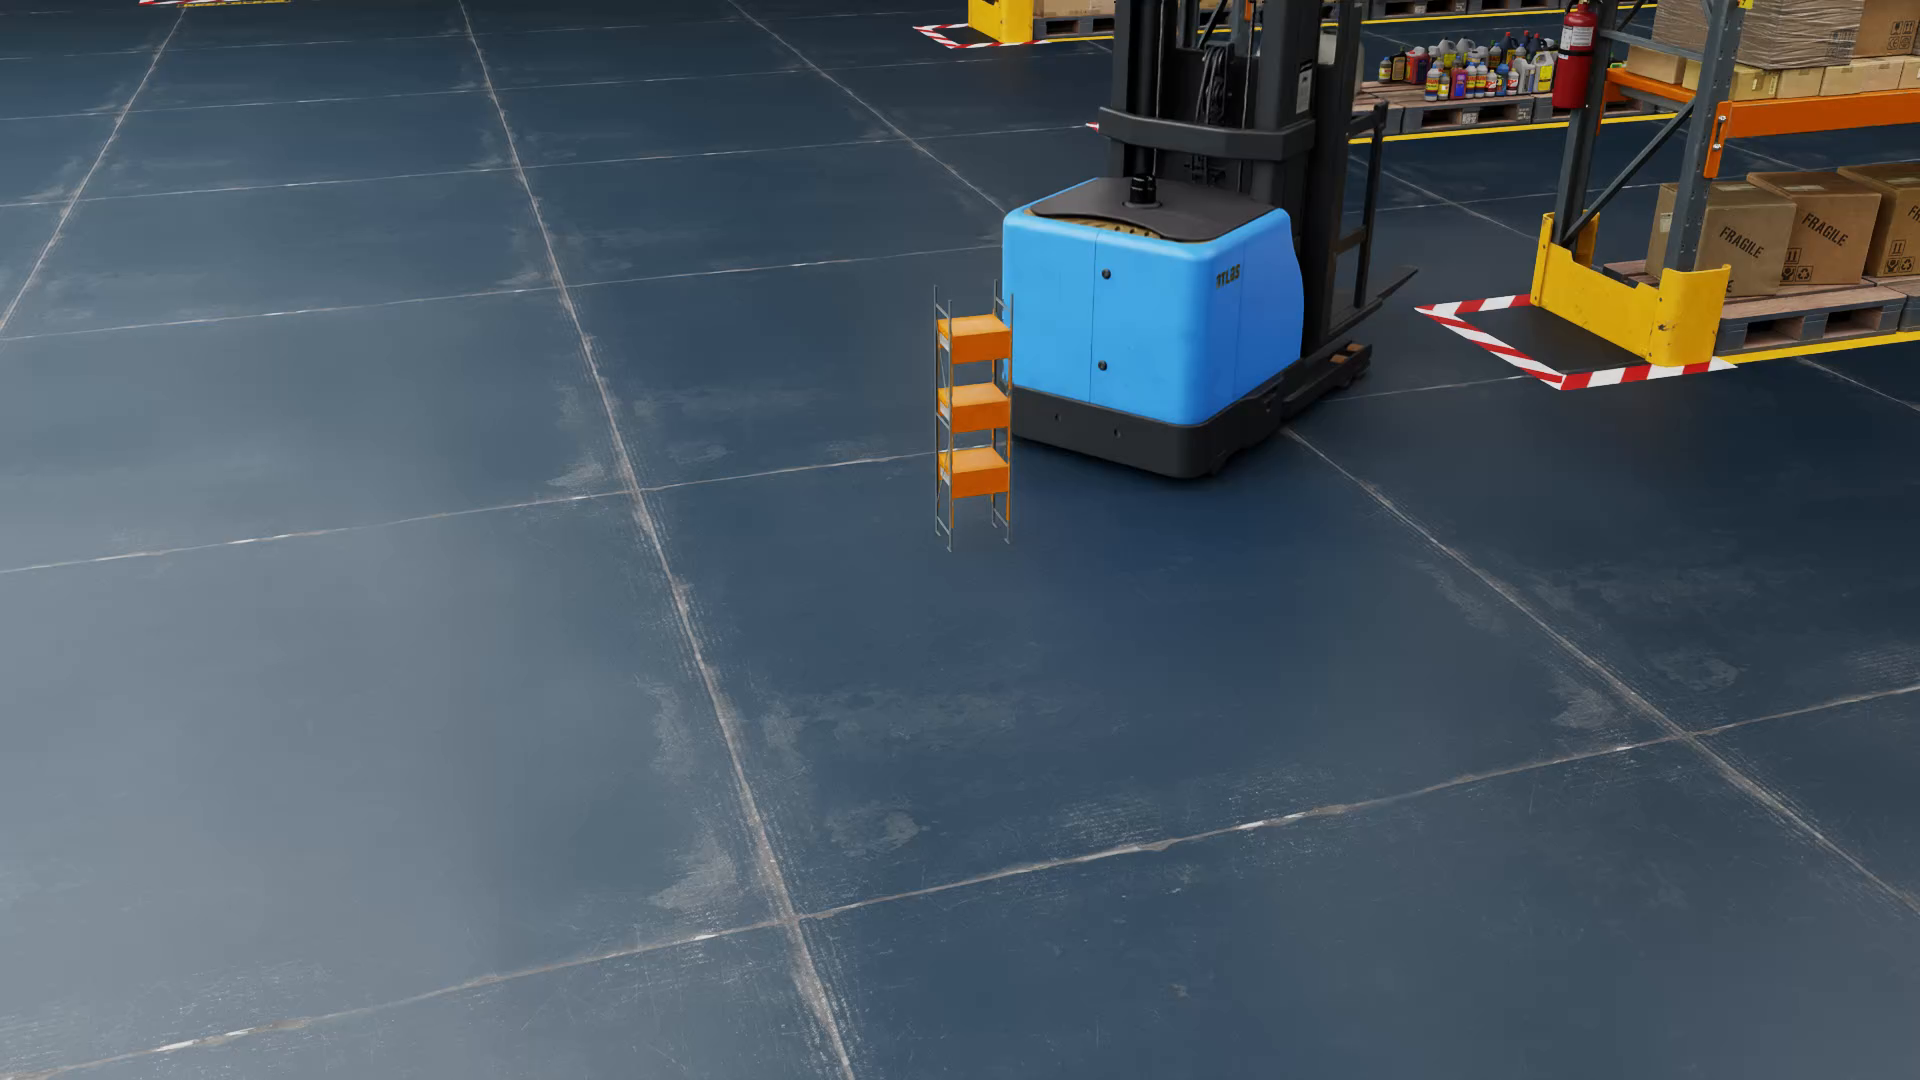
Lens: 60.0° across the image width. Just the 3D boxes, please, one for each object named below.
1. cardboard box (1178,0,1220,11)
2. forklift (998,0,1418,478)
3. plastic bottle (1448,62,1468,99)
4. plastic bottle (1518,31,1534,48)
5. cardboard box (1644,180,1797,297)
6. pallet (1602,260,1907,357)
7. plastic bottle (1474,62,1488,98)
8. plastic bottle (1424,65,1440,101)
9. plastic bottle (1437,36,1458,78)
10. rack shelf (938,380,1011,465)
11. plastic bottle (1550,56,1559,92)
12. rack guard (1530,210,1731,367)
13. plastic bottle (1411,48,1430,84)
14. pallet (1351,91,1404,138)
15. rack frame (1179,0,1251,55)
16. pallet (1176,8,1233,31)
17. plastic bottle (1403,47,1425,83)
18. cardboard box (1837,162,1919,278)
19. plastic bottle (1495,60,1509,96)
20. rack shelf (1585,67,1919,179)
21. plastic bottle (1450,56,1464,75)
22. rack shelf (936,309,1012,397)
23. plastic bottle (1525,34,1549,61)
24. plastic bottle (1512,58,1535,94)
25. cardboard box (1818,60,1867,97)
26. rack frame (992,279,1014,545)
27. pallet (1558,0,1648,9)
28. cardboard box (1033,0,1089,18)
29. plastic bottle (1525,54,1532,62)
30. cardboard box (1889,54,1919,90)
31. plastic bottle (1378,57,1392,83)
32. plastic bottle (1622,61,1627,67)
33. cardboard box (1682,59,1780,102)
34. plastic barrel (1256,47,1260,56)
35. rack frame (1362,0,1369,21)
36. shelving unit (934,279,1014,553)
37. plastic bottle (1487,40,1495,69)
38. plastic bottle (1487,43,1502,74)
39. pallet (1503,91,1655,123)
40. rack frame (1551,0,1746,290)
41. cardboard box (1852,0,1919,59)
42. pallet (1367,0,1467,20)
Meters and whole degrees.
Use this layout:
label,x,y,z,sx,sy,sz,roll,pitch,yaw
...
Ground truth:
label,x,y,z,sx,sy,sz,roll,pitch,yaw
cardboard box,2.446,-5.814,17.707,0.500,0.250,0.500,-8,28,-16
forklift,1.428,-2.178,7.841,1.130,2.935,3.031,17,31,31
plastic bottle,4.012,-3.699,13.387,0.133,0.283,0.061,-8,27,-15
plastic bottle,4.878,-4.203,14.326,0.185,0.351,0.144,-7,27,-15
cardboard box,4.104,-1.630,8.999,0.500,0.500,0.500,-3,27,-7
pallet,4.361,-1.341,9.214,1.213,0.211,1.003,-8,28,-16
plastic bottle,4.213,-3.731,13.465,0.097,0.271,0.097,0,26,0
plastic bottle,3.792,-3.670,13.342,0.097,0.271,0.097,0,26,0
plastic bottle,4.118,-4.092,14.104,0.185,0.351,0.144,-7,27,-14
rack shelf,0.051,-0.468,6.536,0.240,0.259,0.215,-8,28,-16
plastic bottle,4.927,-3.831,13.654,0.133,0.283,0.061,-6,27,-13
rack guard,3.577,-1.374,8.955,0.348,0.500,1.175,-8,28,-16
plastic bottle,3.863,-3.974,13.941,0.133,0.283,0.061,-8,28,-16
pallet,2.803,-3.468,13.498,1.213,0.211,1.003,-8,28,-16
rack frame,1.971,-4.577,12.596,0.127,3.000,1.000,-8,28,-16
pallet,2.313,-5.712,18.018,1.213,0.211,1.003,-8,28,-16
plastic bottle,3.830,-4.015,14.033,0.135,0.276,0.152,-8,28,-16
cardboard box,5.263,-1.805,9.351,0.500,0.500,0.500,-6,27,-11
plastic bottle,4.405,-3.759,13.521,0.097,0.271,0.097,0,26,0
rack shelf,5.407,-2.436,9.092,4.000,0.370,1.077,-8,28,-16
plastic bottle,4.197,-3.980,14.047,0.097,0.201,0.097,0,26,0
rack shelf,0.051,-0.722,6.410,0.240,0.259,0.215,-8,28,-16
plastic bottle,4.923,-4.142,14.203,0.185,0.351,0.144,-8,28,-16
plastic bottle,4.606,-3.803,13.605,0.135,0.276,0.152,-8,27,-15
cardboard box,4.336,-2.363,8.419,0.250,0.149,0.380,-8,28,-16
rack frame,0.167,-0.494,6.565,0.008,1.050,0.200,-8,28,-16
pallet,7.253,-6.427,19.459,1.213,0.211,1.003,-8,28,-16
cardboard box,1.020,-5.608,17.293,0.500,0.250,0.500,-8,28,-16
plastic bottle,4.706,-3.866,13.725,0.133,0.283,0.061,-8,28,-16
cardboard box,4.807,-2.438,8.569,0.250,0.149,0.380,-8,28,-16
plastic bottle,3.582,-3.959,14.003,0.097,0.201,0.097,0,26,0
plastic bottle,5.526,-3.890,13.864,0.097,0.201,0.097,0,26,0
cardboard box,3.850,-2.309,8.309,0.250,0.149,0.380,-8,28,-16
plastic barrel,2.573,-3.774,13.303,0.421,0.512,0.421,0,26,0
rack frame,4.244,-7.223,17.925,0.127,3.000,1.000,-8,28,-16
shelving unit,0.051,-0.478,6.531,0.252,1.050,0.215,-8,28,-16
plastic bottle,4.529,-4.141,14.278,0.133,0.283,0.061,-7,27,-14
plastic bottle,4.571,-4.105,14.219,0.097,0.271,0.097,0,26,0
pallet,5.123,-3.804,14.175,1.213,0.211,1.003,-8,28,-16
rack frame,3.505,-2.483,8.378,0.127,3.000,1.000,-8,28,-16
cardboard box,4.475,-2.844,8.659,0.500,0.500,0.875,-8,28,-16
pallet,4.933,-6.092,18.783,1.213,0.211,1.003,-8,28,-16
